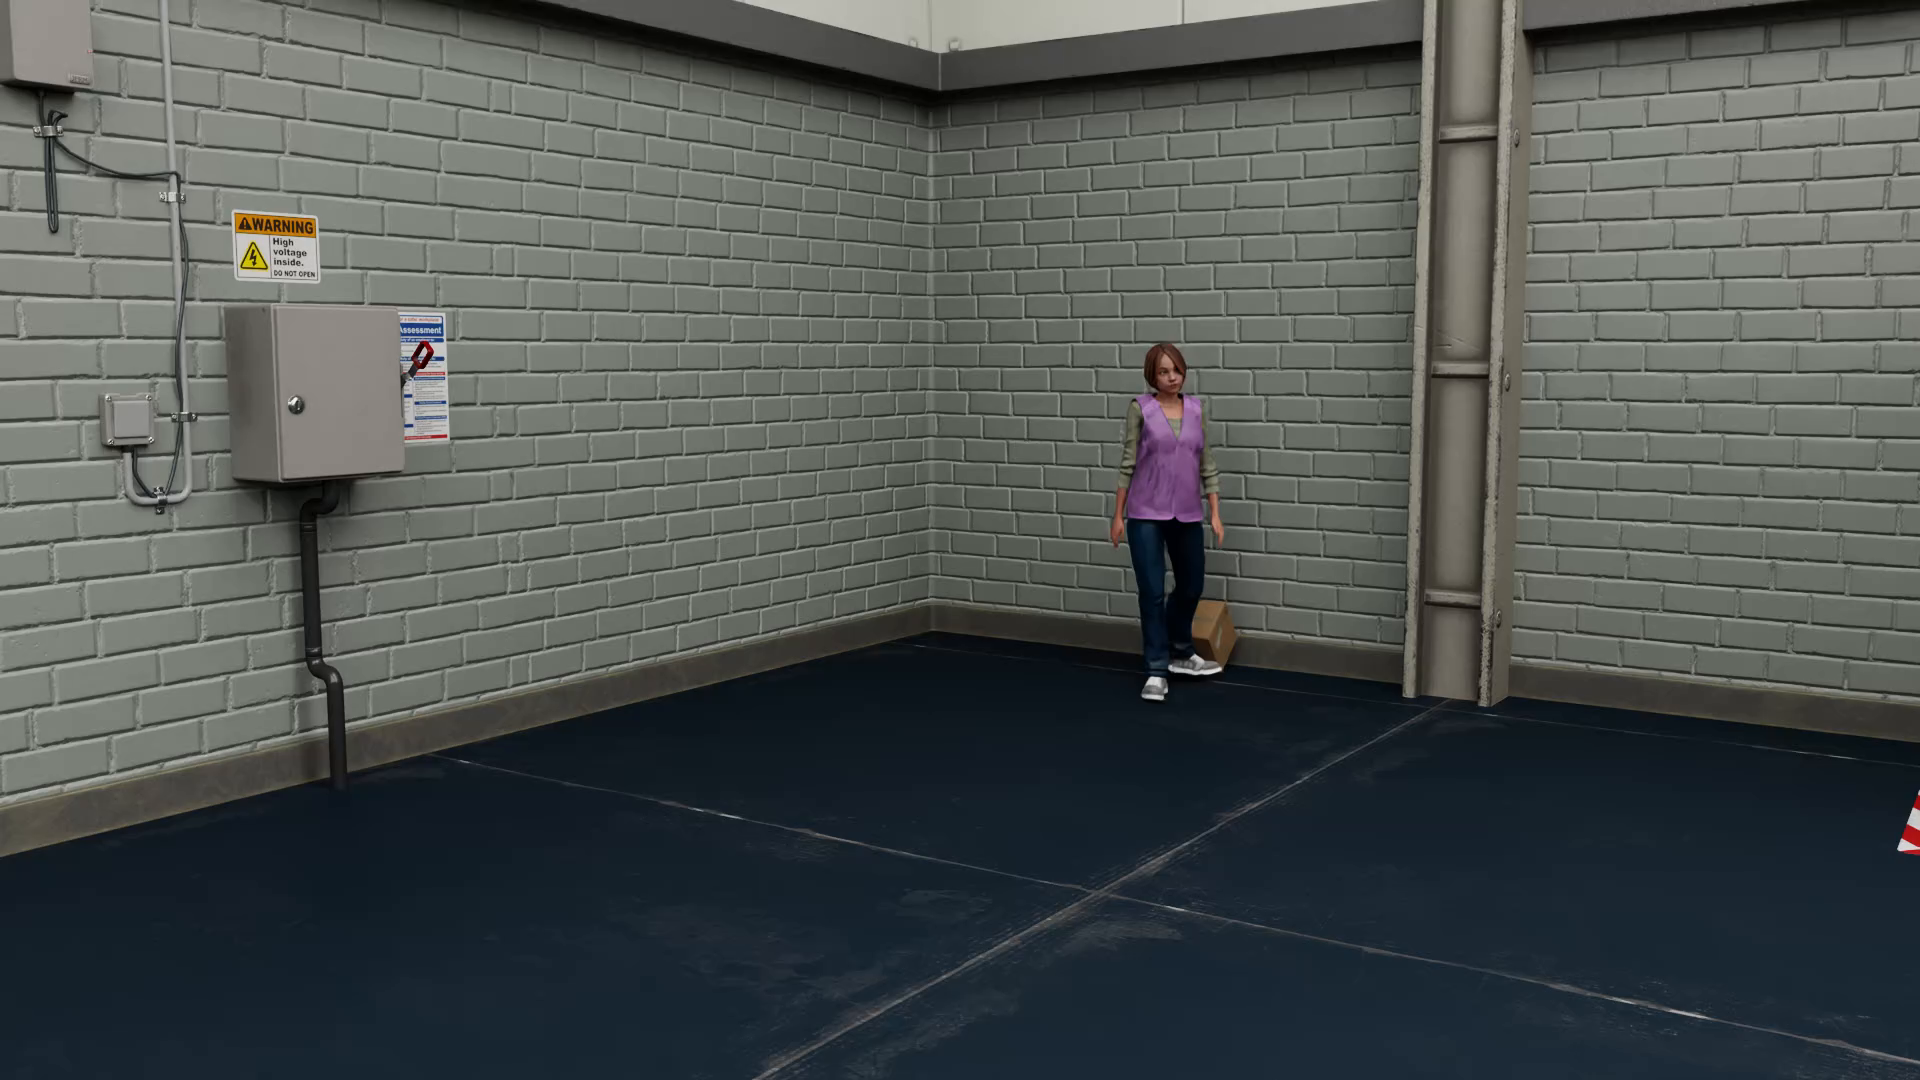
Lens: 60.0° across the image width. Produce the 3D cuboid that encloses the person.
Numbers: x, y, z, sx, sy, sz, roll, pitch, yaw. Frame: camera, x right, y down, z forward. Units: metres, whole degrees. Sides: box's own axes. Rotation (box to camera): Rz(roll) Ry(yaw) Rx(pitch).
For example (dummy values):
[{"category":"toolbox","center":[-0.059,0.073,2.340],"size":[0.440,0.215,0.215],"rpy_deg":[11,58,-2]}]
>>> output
[{"category":"person","center":[0.983,-0.097,7.550],"size":[0.598,1.588,0.475],"rpy_deg":[-2,7,-19]}]
